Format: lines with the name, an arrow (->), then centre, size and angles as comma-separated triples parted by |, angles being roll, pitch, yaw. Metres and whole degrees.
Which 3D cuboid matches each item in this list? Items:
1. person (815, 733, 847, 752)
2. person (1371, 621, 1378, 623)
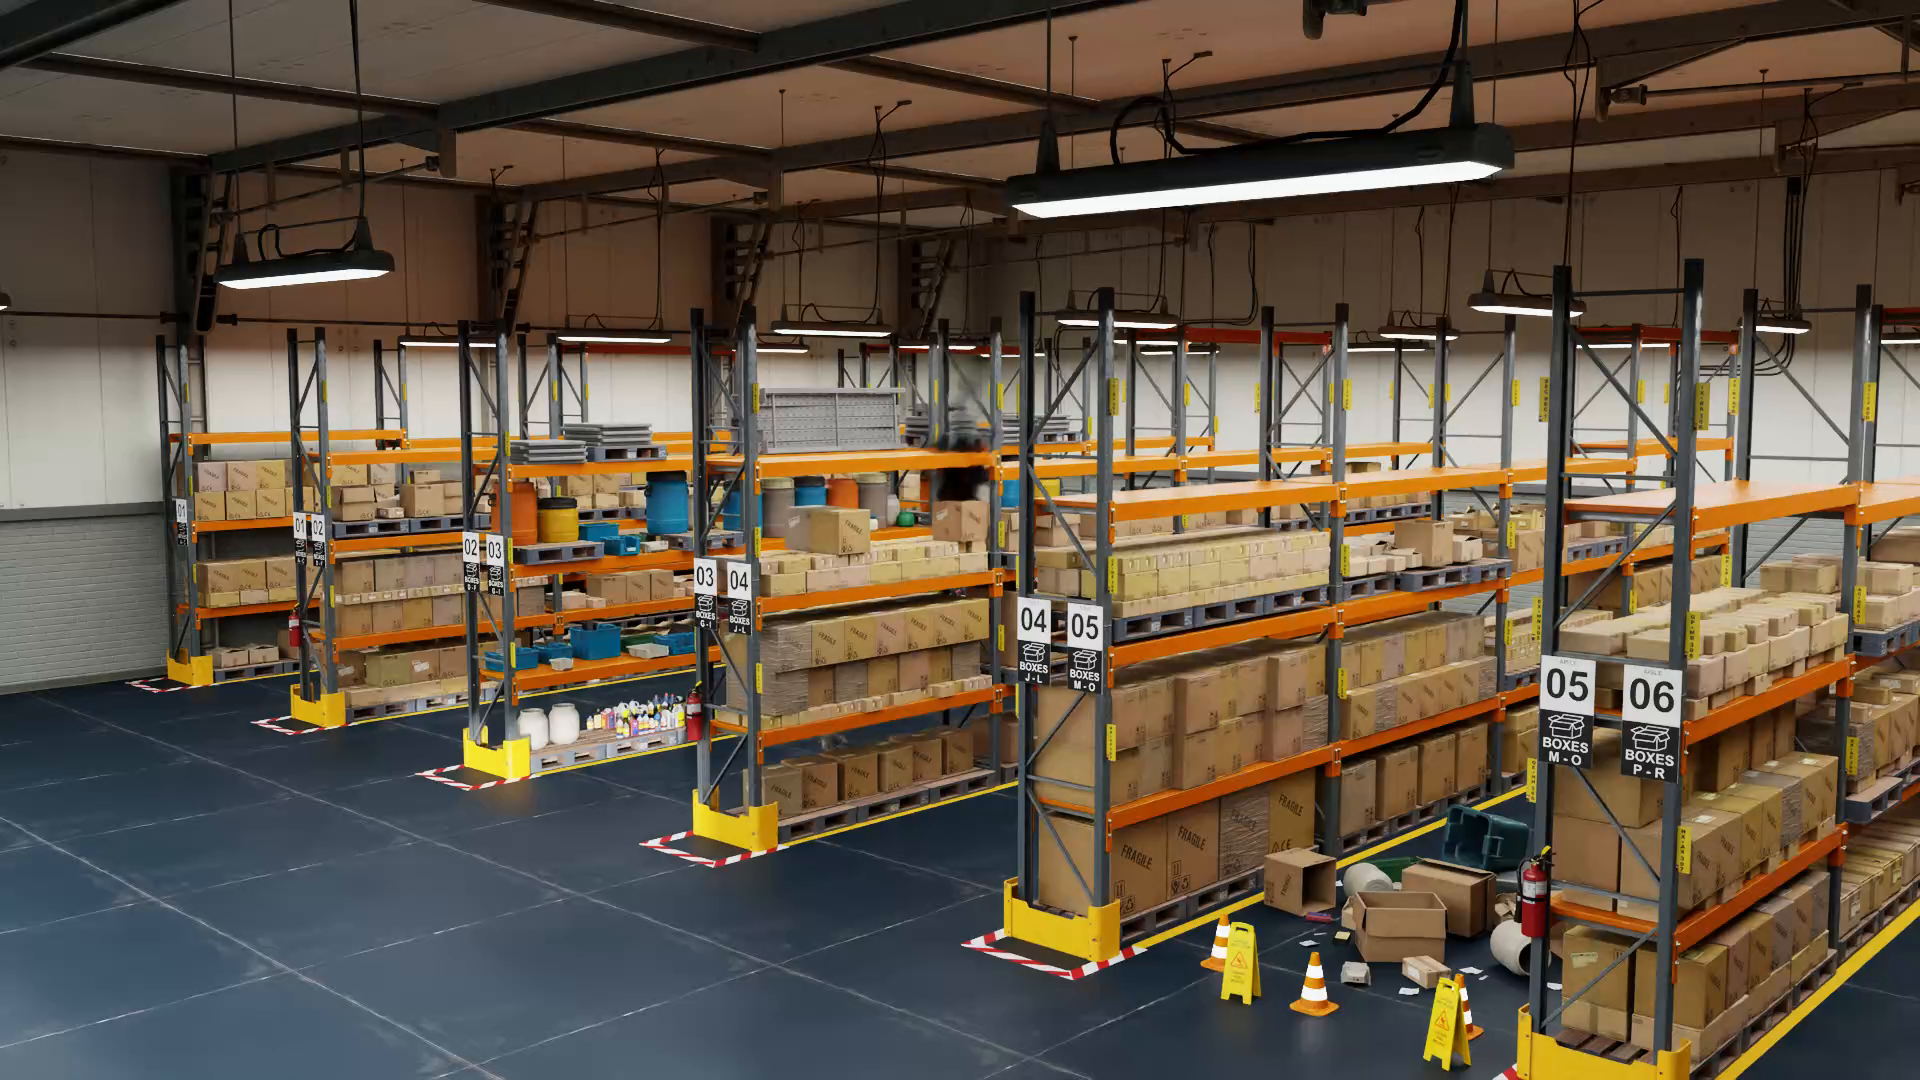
person -> -1.703, 2.213, 22.192 | 0.708, 1.731, 0.733 | 4, 7, 35
person -> 6.096, 2.038, 24.232 | 0.612, 1.747, 0.772 | 4, 7, 38
